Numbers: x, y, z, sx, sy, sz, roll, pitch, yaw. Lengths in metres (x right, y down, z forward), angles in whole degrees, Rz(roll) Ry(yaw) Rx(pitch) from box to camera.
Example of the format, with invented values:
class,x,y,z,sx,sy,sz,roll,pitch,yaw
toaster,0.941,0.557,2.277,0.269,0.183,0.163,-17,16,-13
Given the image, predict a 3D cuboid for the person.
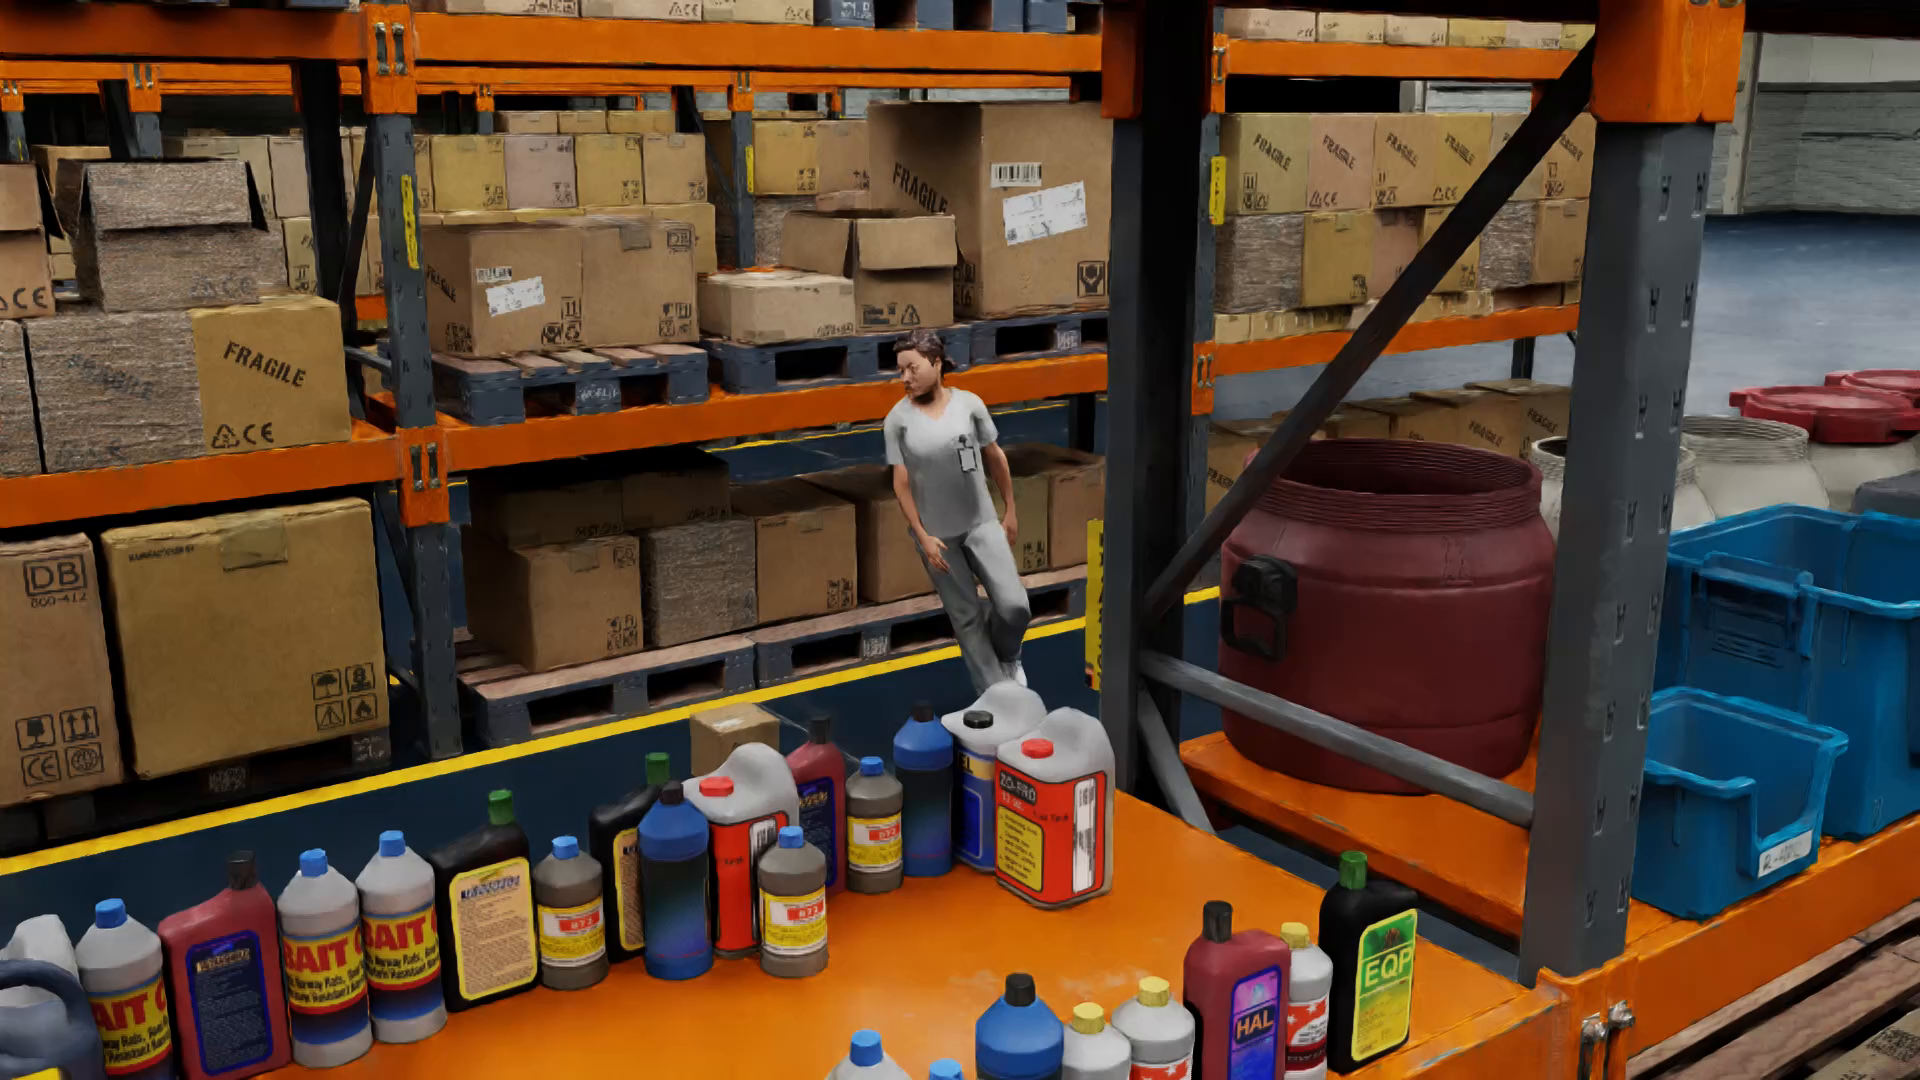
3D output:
class,x,y,z,sx,sy,sz,roll,pitch,yaw
person,-0.002,0.071,6.715,0.603,1.389,0.506,-2,15,-6
